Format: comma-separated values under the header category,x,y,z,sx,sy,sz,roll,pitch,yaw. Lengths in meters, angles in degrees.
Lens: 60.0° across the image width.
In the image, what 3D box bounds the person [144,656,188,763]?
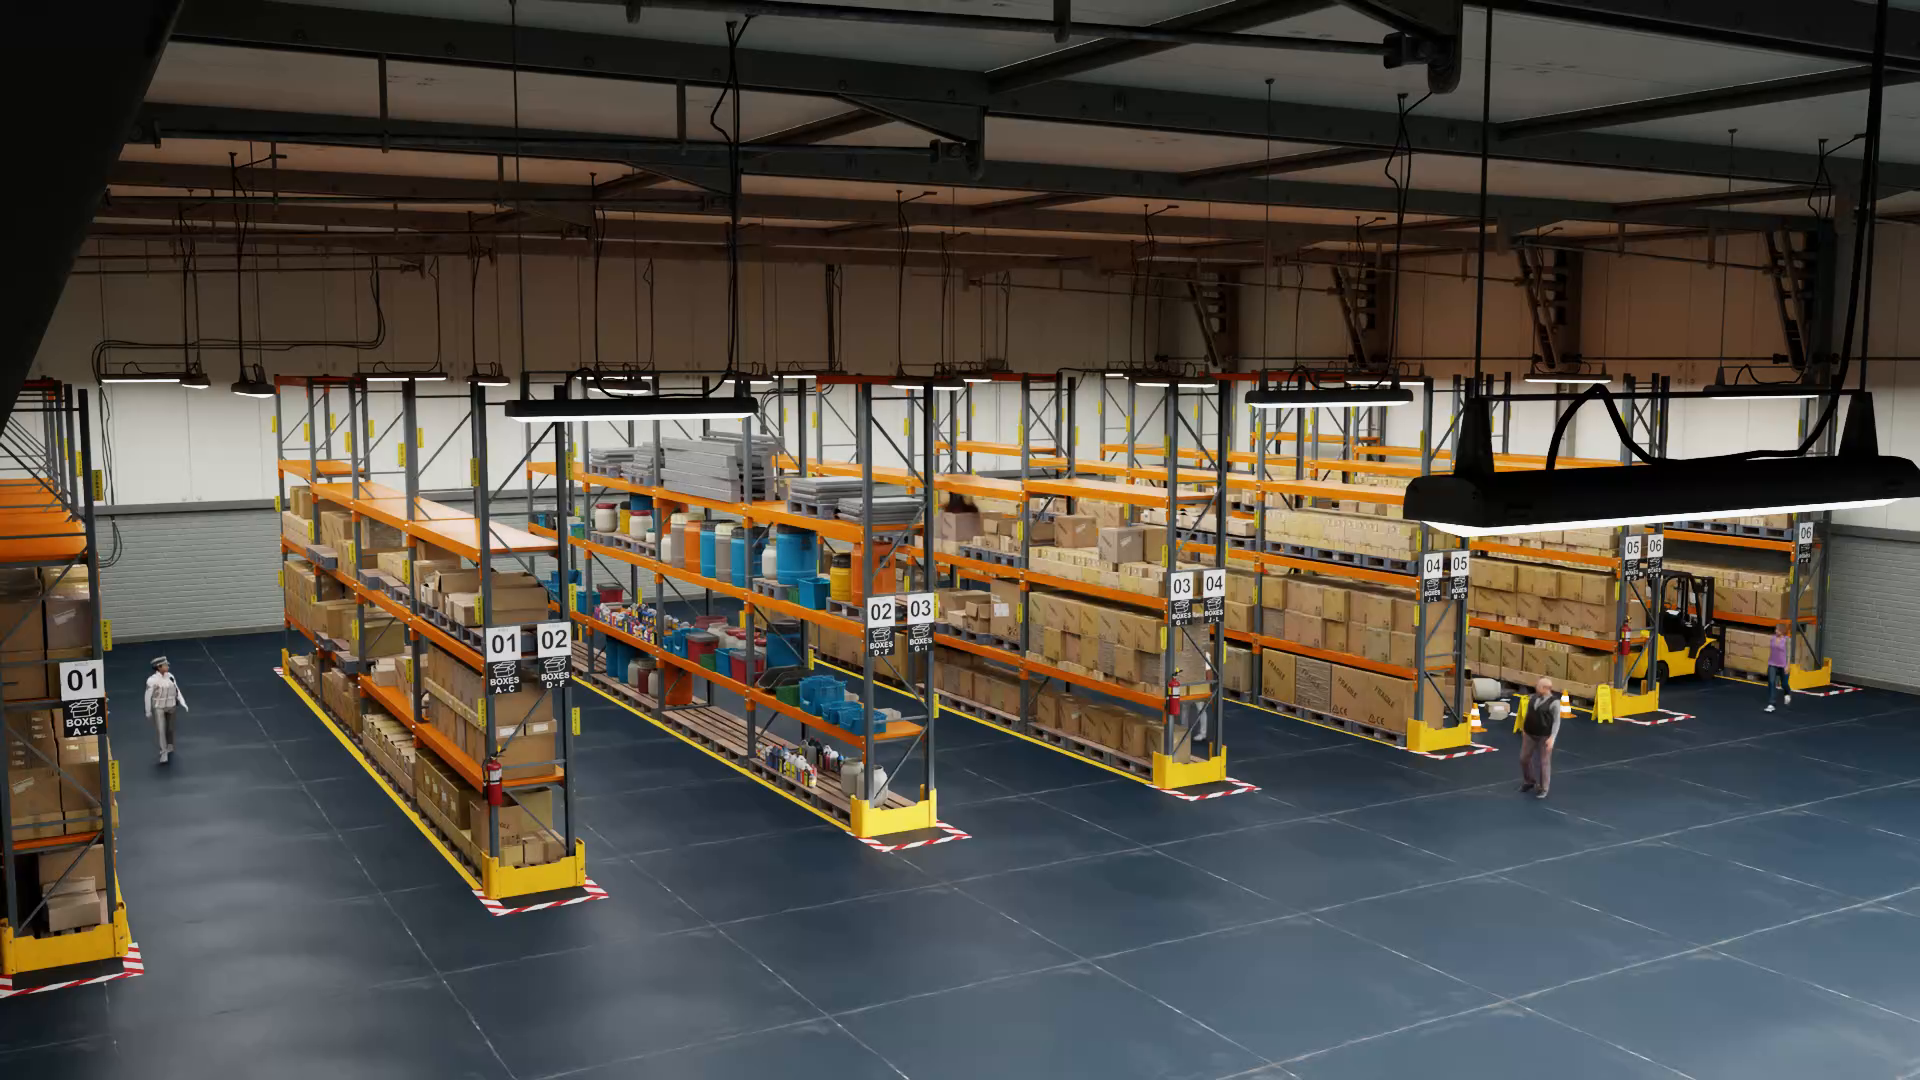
category,x,y,z,sx,sy,sz,roll,pitch,yaw
person,-12.531,2.637,26.250,0.613,1.636,0.974,-4,7,-32

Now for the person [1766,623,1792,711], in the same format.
category,x,y,z,sx,sy,sz,roll,pitch,yaw
person,14.748,2.265,29.904,0.388,1.588,0.711,5,8,39

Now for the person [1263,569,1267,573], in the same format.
category,x,y,z,sx,sy,sz,roll,pitch,yaw
person,6.502,1.515,36.002,0.400,1.822,0.643,-1,6,-13

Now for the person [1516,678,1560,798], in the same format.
category,x,y,z,sx,sy,sz,roll,pitch,yaw
person,8.357,2.869,24.063,0.447,1.771,0.625,-6,9,-44

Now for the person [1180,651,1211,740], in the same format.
category,x,y,z,sx,sy,sz,roll,pitch,yaw
person,3.849,2.422,27.629,0.630,1.770,0.443,4,7,32
